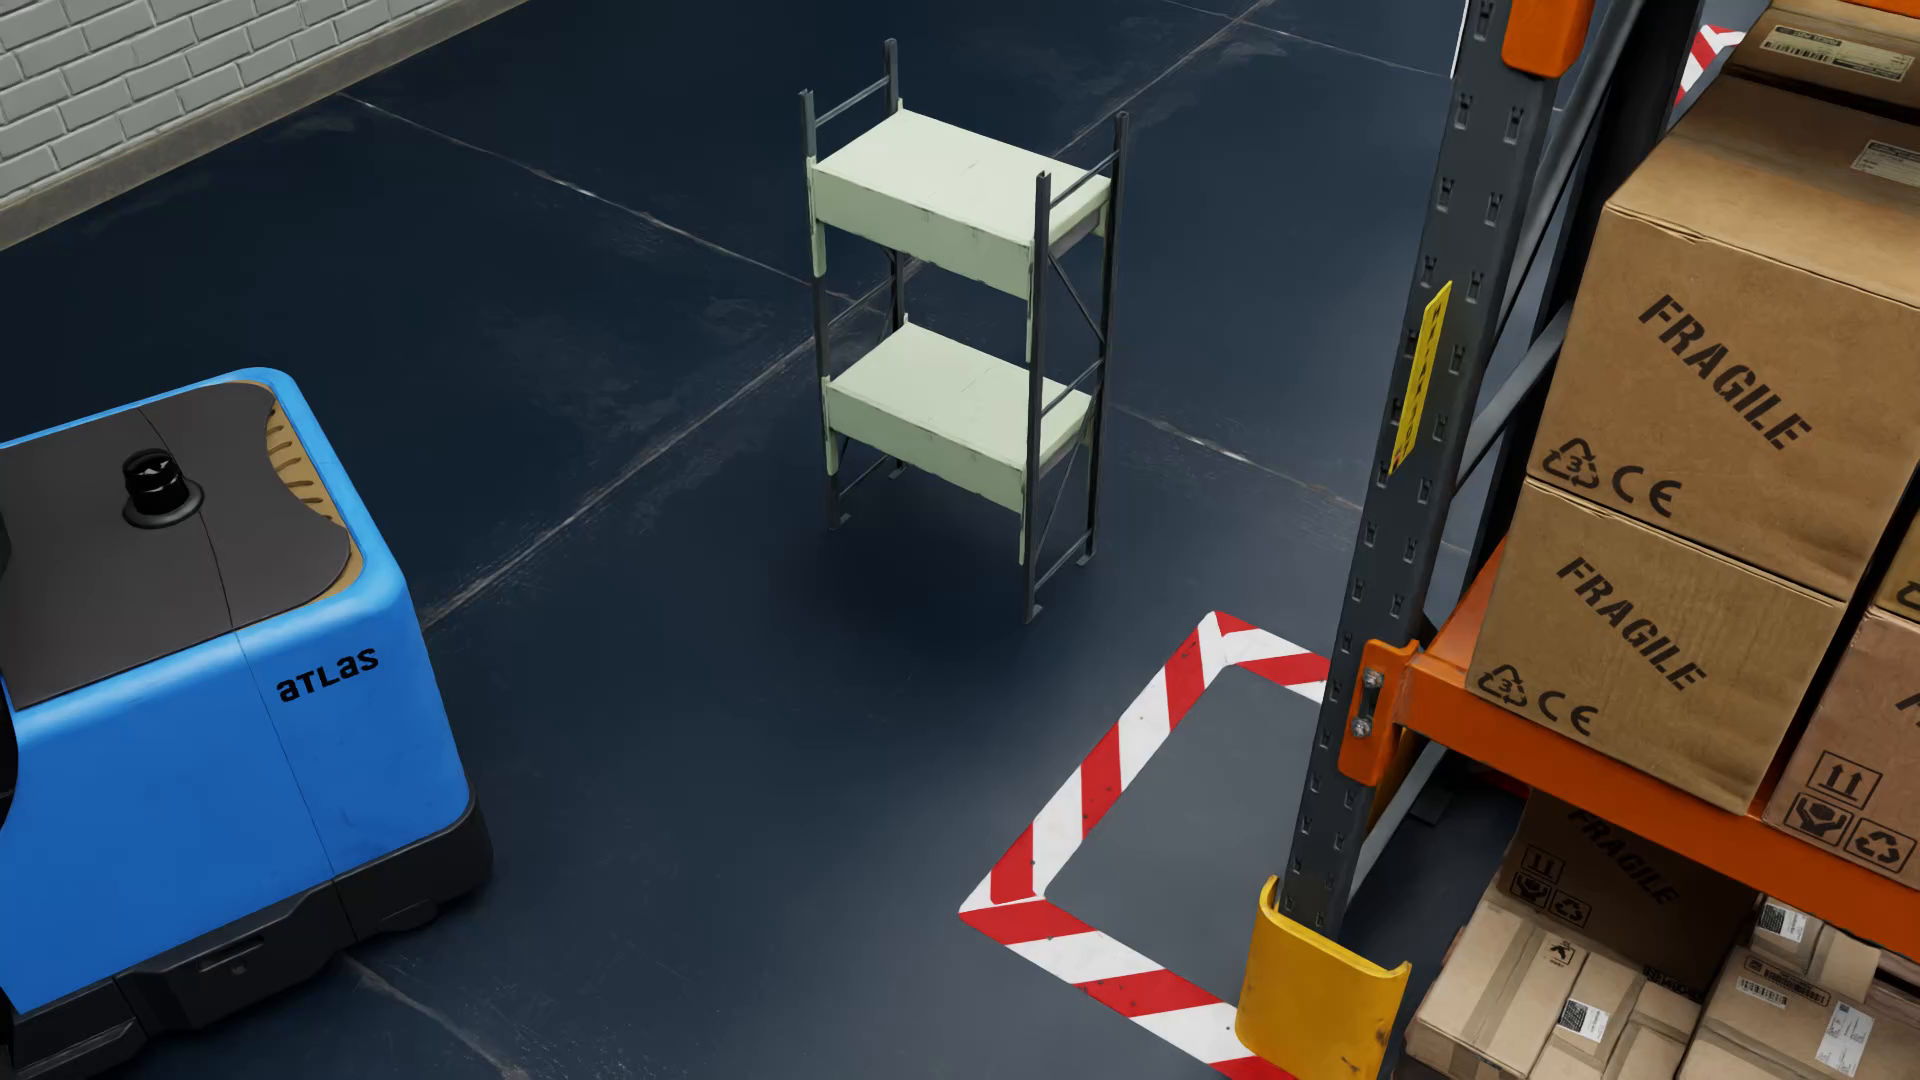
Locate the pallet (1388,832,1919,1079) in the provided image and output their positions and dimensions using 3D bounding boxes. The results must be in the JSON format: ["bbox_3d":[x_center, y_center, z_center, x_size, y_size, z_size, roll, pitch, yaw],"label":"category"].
[{"bbox_3d":[1.756,1.146,3.811,1.213,0.211,1.003,25,48,25],"label":"pallet"}]

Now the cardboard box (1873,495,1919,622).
[{"bbox_3d":[1.685,-0.127,2.318,0.500,0.500,0.500,26,48,26],"label":"cardboard box"}]

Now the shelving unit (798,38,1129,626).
[{"bbox_3d":[0.005,-0.556,4.747,0.755,1.500,0.431,25,48,25],"label":"shelving unit"}]

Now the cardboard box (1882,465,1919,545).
[{"bbox_3d":[1.990,-0.045,2.975,0.500,0.500,0.500,25,48,26],"label":"cardboard box"}]

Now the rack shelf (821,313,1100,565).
[{"bbox_3d":[0.005,-0.313,4.964,0.720,0.370,0.431,25,48,25],"label":"rack shelf"}]

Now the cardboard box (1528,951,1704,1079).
[{"bbox_3d":[1.391,1.109,3.556,0.250,0.166,0.380,25,48,25],"label":"cardboard box"}]

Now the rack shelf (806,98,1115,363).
[{"bbox_3d":[0.005,-0.847,4.487,0.720,0.370,0.431,25,48,25],"label":"rack shelf"}]

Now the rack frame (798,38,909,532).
[{"bbox_3d":[-0.294,-0.697,4.904,0.023,1.500,0.400,25,48,25],"label":"rack frame"}]

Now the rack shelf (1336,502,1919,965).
[{"bbox_3d":[2.678,0.807,2.638,4.000,0.370,1.077,25,48,25],"label":"rack shelf"}]

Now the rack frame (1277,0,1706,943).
[{"bbox_3d":[1.040,-0.227,3.254,0.127,3.000,1.000,25,48,25],"label":"rack frame"}]

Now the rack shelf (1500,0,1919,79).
[{"bbox_3d":[2.678,-0.311,1.638,4.000,0.370,1.077,25,48,25],"label":"rack shelf"}]

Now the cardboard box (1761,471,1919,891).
[{"bbox_3d":[1.678,0.244,2.653,0.500,0.500,0.500,25,47,25],"label":"cardboard box"}]

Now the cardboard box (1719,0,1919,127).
[{"bbox_3d":[1.563,-0.617,2.865,0.500,0.500,0.500,25,47,25],"label":"cardboard box"}]

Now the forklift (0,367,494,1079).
[{"bbox_3d":[-2.706,0.050,2.996,3.031,2.935,1.130,-23,47,-23],"label":"forklift"}]

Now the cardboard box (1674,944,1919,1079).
[{"bbox_3d":[1.732,1.188,3.405,0.500,0.250,0.500,25,48,25],"label":"cardboard box"}]

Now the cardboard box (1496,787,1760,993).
[{"bbox_3d":[1.627,0.614,3.859,0.500,0.500,0.500,25,48,25],"label":"cardboard box"}]

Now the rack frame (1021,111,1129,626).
[{"bbox_3d":[0.305,-0.416,4.590,0.023,1.500,0.400,25,48,25],"label":"rack frame"}]

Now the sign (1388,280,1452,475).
[{"bbox_3d":[0.729,-0.253,2.634,0.005,0.325,0.100,25,48,25],"label":"sign"}]

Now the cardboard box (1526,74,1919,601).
[{"bbox_3d":[1.252,-0.323,2.537,0.500,0.500,0.500,27,48,27],"label":"cardboard box"}]

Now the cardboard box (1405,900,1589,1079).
[{"bbox_3d":[1.186,1.019,3.669,0.250,0.149,0.380,25,48,25],"label":"cardboard box"}]

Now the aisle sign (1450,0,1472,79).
[{"bbox_3d":[0.816,-1.062,2.237,0.004,0.787,0.394,25,48,25],"label":"aisle sign"}]

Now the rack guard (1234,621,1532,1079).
[{"bbox_3d":[1.103,0.734,4.055,0.348,0.500,1.175,25,48,25],"label":"rack guard"}]

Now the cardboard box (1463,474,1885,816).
[{"bbox_3d":[1.252,0.050,2.870,0.500,0.500,0.500,26,48,26],"label":"cardboard box"}]

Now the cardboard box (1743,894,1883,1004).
[{"bbox_3d":[1.907,0.943,3.742,0.250,0.166,0.380,25,48,25],"label":"cardboard box"}]
